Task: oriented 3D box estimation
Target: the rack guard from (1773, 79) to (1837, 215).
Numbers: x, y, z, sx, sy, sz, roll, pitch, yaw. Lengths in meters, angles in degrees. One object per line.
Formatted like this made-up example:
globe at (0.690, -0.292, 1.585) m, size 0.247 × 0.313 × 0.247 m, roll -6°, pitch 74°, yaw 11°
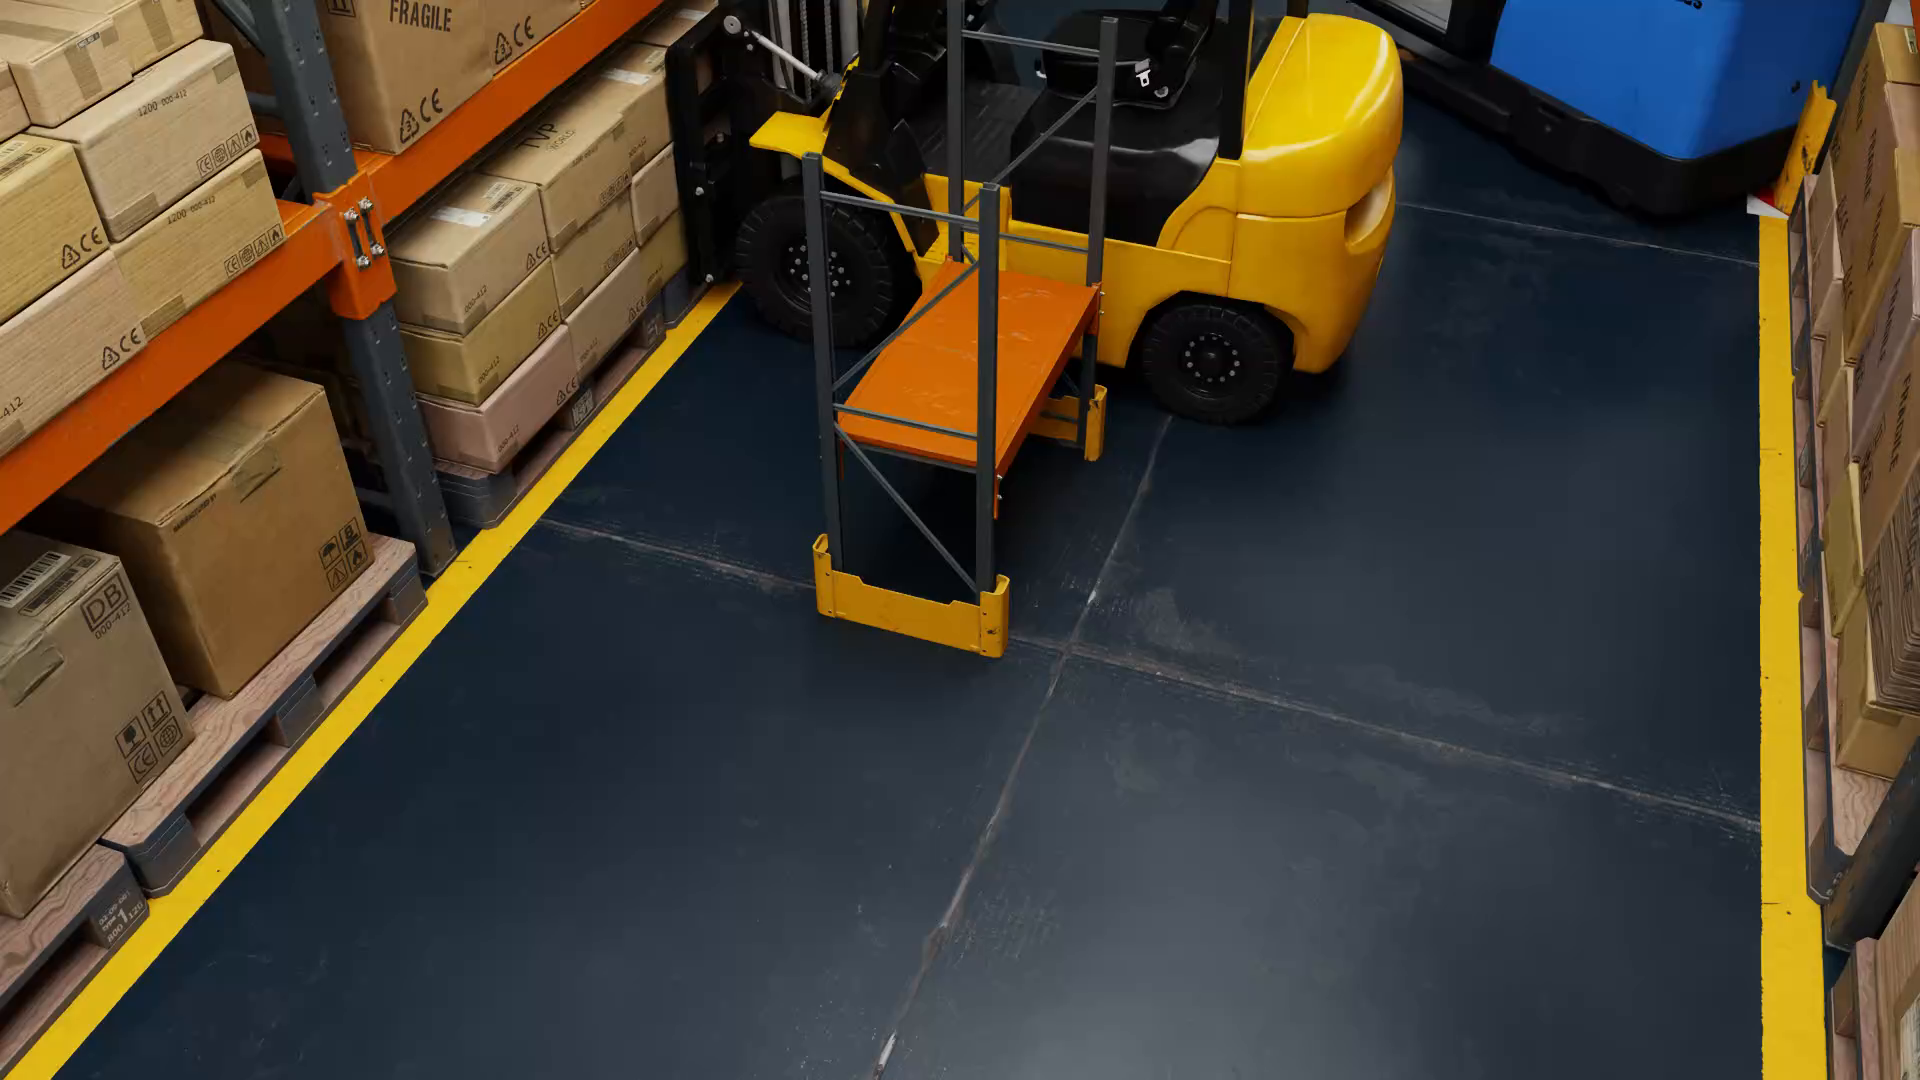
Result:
rack guard at (3.951, -1.510, 6.634) m, size 1.175 × 0.500 × 0.348 m, roll 13°, pitch 42°, yaw 15°

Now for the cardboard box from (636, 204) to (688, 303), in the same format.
cardboard box at (-1.260, -1.132, 6.060) m, size 0.500 × 0.250 × 0.500 m, roll 14°, pitch 42°, yaw 16°

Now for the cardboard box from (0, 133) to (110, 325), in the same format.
cardboard box at (-2.153, -0.628, 3.405) m, size 0.500 × 0.250 × 0.500 m, roll 12°, pitch 42°, yaw 14°

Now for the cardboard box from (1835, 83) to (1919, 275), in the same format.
cardboard box at (3.259, -1.141, 5.493) m, size 0.500 × 0.500 × 0.500 m, roll 12°, pitch 42°, yaw 13°

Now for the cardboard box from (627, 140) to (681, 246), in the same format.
cardboard box at (-1.248, -1.309, 5.883) m, size 0.500 × 0.250 × 0.500 m, roll 13°, pitch 42°, yaw 15°

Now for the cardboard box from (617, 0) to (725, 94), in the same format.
cardboard box at (-1.066, -1.820, 6.097) m, size 0.500 × 0.250 × 0.500 m, roll 12°, pitch 42°, yaw 14°

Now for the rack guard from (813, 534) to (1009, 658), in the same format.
rack guard at (-0.144, 0.162, 4.867) m, size 0.587 × 0.250 × 0.087 m, roll 13°, pitch 42°, yaw 15°

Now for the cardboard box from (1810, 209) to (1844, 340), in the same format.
cardboard box at (3.260, -0.880, 5.766) m, size 0.500 × 0.250 × 0.500 m, roll 15°, pitch 43°, yaw 17°

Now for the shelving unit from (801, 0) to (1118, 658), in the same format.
shelving unit at (0.026, -0.617, 4.818) m, size 0.587 × 1.500 × 1.083 m, roll 13°, pitch 42°, yaw 15°

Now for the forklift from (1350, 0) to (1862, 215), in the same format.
forklift at (2.497, -3.355, 6.924) m, size 1.130 × 2.935 × 3.031 m, roll -21°, pitch 45°, yaw -23°

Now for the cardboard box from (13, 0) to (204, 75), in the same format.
cardboard box at (-1.964, -1.194, 3.761) m, size 0.380 × 0.149 × 0.250 m, roll 15°, pitch 43°, yaw 17°

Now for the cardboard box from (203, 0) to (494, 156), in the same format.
cardboard box at (-1.659, -1.417, 4.523) m, size 0.500 × 0.500 × 0.500 m, roll 12°, pitch 42°, yaw 14°

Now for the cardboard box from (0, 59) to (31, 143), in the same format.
cardboard box at (-2.169, -0.895, 3.411) m, size 0.380 × 0.149 × 0.250 m, roll 13°, pitch 42°, yaw 15°

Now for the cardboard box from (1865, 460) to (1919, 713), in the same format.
cardboard box at (2.560, 0.113, 4.023) m, size 0.500 × 0.500 × 0.500 m, roll 13°, pitch 42°, yaw 14°

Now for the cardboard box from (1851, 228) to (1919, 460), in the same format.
cardboard box at (2.905, -0.509, 4.752) m, size 0.500 × 0.500 × 0.500 m, roll 15°, pitch 43°, yaw 17°

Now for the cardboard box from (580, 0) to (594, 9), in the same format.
cardboard box at (-1.325, -2.048, 5.262) m, size 0.500 × 0.500 × 0.500 m, roll 13°, pitch 42°, yaw 15°

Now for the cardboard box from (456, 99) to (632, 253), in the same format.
cardboard box at (-1.412, -1.196, 5.365) m, size 0.500 × 0.250 × 0.500 m, roll 13°, pitch 42°, yaw 15°

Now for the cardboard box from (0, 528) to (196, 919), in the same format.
cardboard box at (-2.497, 0.369, 4.012) m, size 0.875 × 0.625 × 0.625 m, roll 13°, pitch 42°, yaw 15°

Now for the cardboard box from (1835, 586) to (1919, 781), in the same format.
cardboard box at (2.559, 0.399, 4.266) m, size 0.500 × 0.250 × 0.500 m, roll 15°, pitch 43°, yaw 17°

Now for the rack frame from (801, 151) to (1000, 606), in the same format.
rack frame at (-0.145, -0.313, 4.461) m, size 0.500 × 1.500 × 0.032 m, roll 13°, pitch 42°, yaw 15°

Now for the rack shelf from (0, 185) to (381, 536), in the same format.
rack shelf at (-2.740, 0.327, 3.110) m, size 1.077 × 0.370 × 4.000 m, roll 13°, pitch 42°, yaw 15°

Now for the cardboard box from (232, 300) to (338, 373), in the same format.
cardboard box at (-2.082, -0.813, 5.301) m, size 0.500 × 0.250 × 0.500 m, roll 12°, pitch 42°, yaw 14°

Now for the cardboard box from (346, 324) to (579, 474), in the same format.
cardboard box at (-1.580, -0.502, 5.322) m, size 0.500 × 0.250 × 0.500 m, roll 14°, pitch 42°, yaw 16°

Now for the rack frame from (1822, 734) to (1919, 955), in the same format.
rack frame at (2.609, -0.067, 3.018) m, size 1.000 × 3.000 × 0.127 m, roll 13°, pitch 42°, yaw 15°

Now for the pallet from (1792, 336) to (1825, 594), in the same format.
pallet at (3.221, -0.170, 5.287) m, size 1.003 × 0.211 × 1.213 m, roll 13°, pitch 42°, yaw 15°

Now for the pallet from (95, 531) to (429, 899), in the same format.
pallet at (-2.272, 0.352, 4.674) m, size 1.003 × 0.211 × 1.213 m, roll 13°, pitch 42°, yaw 15°

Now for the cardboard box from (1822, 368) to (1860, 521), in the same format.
cardboard box at (2.910, -0.237, 5.012) m, size 0.500 × 0.250 × 0.500 m, roll 14°, pitch 42°, yaw 16°

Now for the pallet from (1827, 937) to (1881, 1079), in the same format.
pallet at (2.345, 1.469, 3.366) m, size 1.003 × 0.211 × 1.213 m, roll 13°, pitch 42°, yaw 15°

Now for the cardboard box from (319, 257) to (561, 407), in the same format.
cardboard box at (-1.601, -0.697, 5.166) m, size 0.500 × 0.250 × 0.500 m, roll 13°, pitch 42°, yaw 15°

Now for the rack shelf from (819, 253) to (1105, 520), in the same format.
rack shelf at (0.029, -0.486, 4.941) m, size 0.538 × 0.185 × 1.000 m, roll 13°, pitch 42°, yaw 15°

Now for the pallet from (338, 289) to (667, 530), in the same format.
pallet at (-1.745, -0.582, 5.769) m, size 1.003 × 0.211 × 1.213 m, roll 13°, pitch 42°, yaw 15°

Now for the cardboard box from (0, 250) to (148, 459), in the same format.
cardboard box at (-2.150, -0.436, 3.566) m, size 0.500 × 0.250 × 0.500 m, roll 13°, pitch 42°, yaw 15°
